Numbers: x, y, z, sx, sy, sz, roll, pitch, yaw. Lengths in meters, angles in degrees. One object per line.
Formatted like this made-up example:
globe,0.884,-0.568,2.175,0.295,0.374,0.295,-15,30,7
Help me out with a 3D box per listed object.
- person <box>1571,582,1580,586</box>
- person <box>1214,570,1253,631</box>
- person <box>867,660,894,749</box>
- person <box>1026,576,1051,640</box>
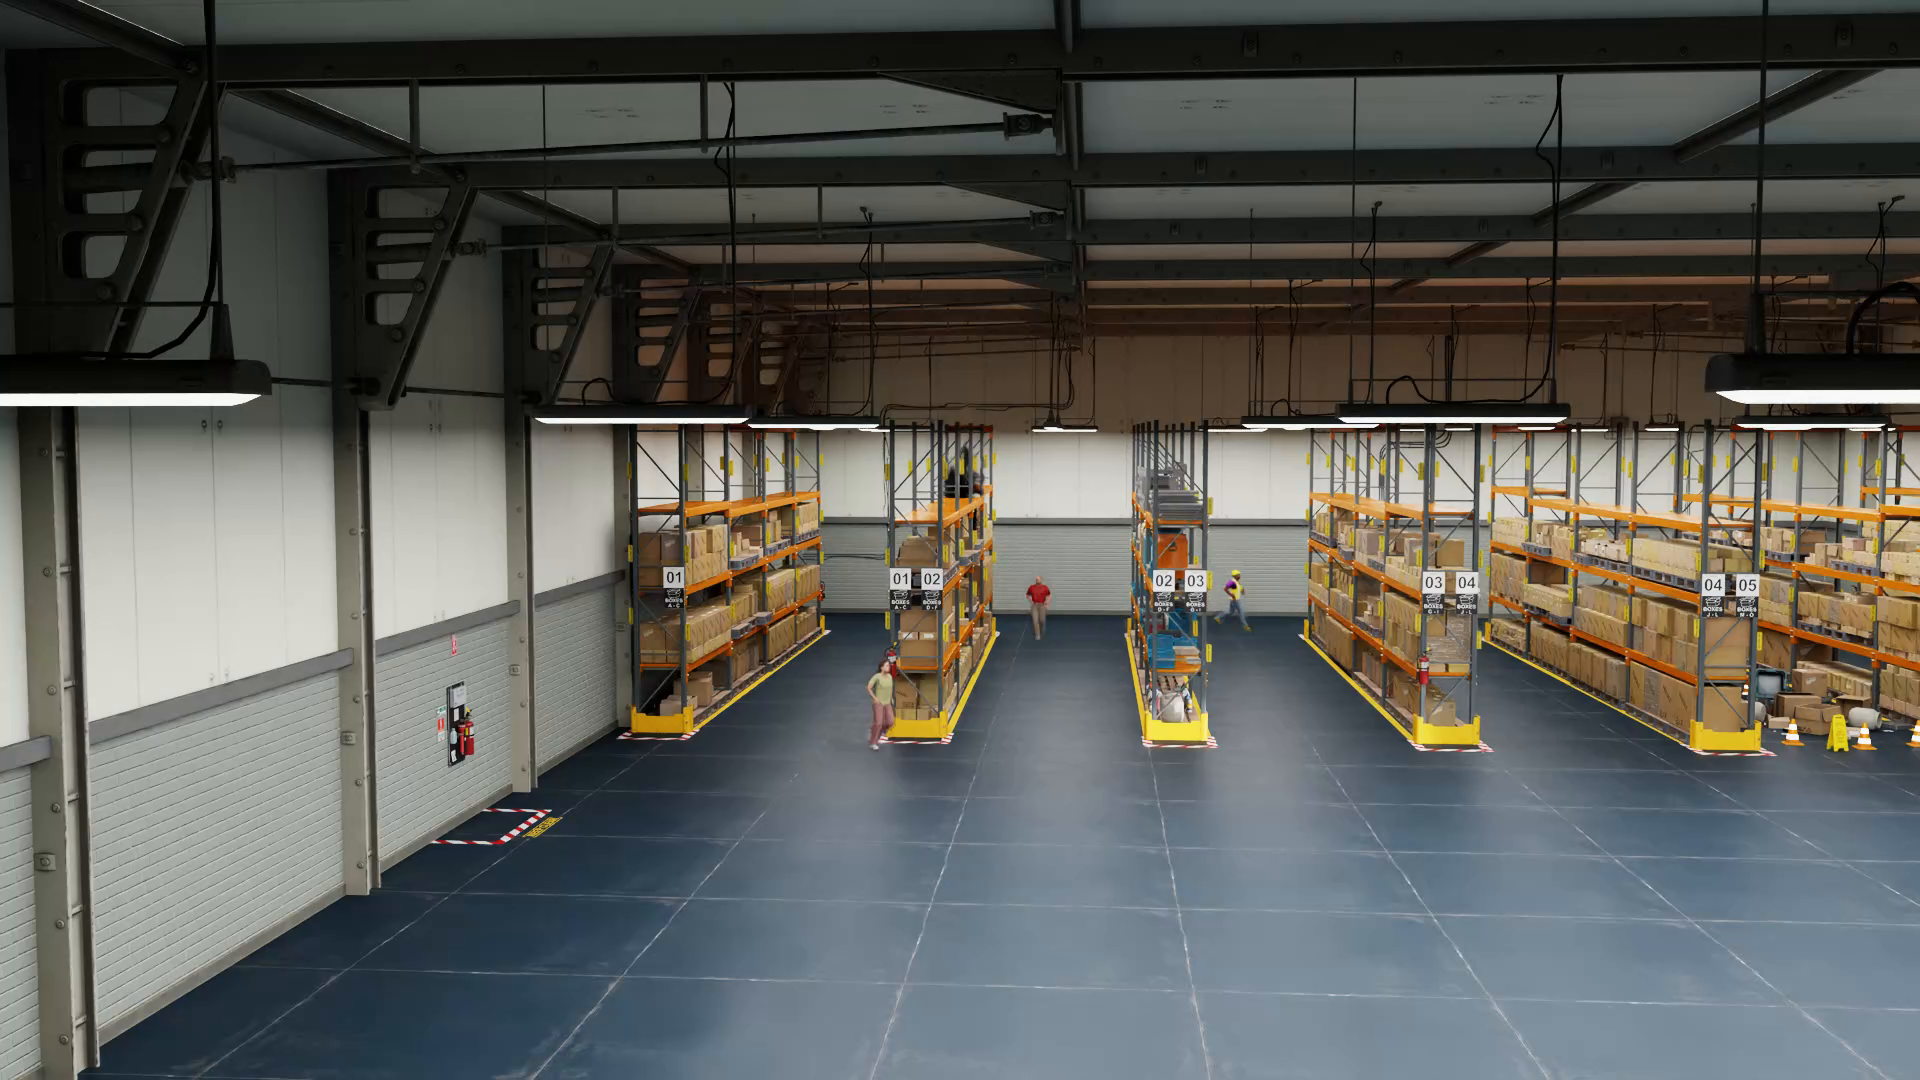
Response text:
person,16.775,1.989,45.454,0.693,1.753,0.616,0,4,-4
person,8.041,1.766,48.732,1.111,1.779,0.663,1,4,11
person,-1.412,2.994,30.419,0.629,1.612,0.532,-3,5,-39
person,2.092,1.799,44.306,0.665,1.693,0.604,0,4,5
